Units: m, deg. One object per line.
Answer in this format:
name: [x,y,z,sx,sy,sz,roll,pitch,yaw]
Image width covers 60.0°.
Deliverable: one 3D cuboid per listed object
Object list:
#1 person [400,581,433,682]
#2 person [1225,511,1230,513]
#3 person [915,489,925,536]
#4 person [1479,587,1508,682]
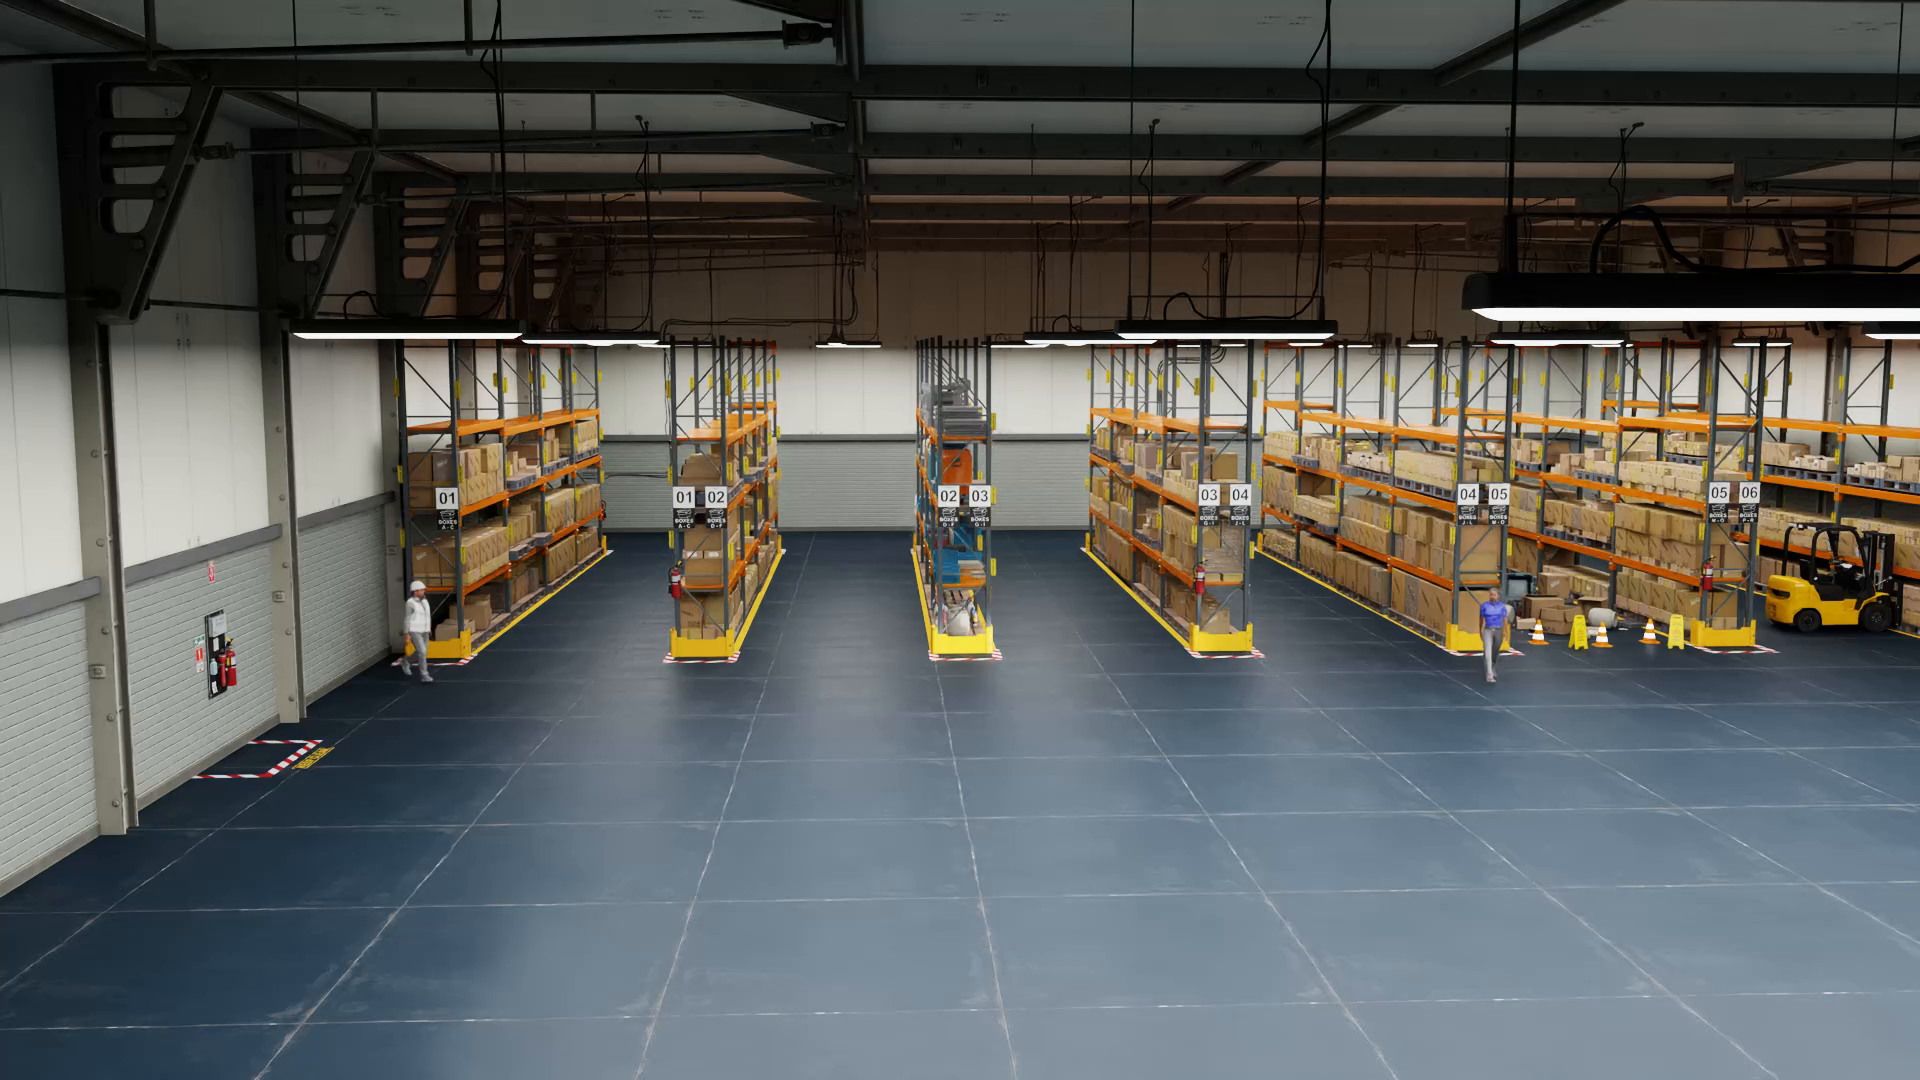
person: [-9.450,1.566,28.911,0.903,1.740,0.570,3,7,27]
person: [7.955,-0.840,50.154,1.069,1.745,0.539,-2,7,-21]
person: [-1.123,-0.782,49.851,0.466,1.655,0.510,1,7,6]
person: [9.268,1.631,28.853,0.462,1.607,0.947,1,7,9]
